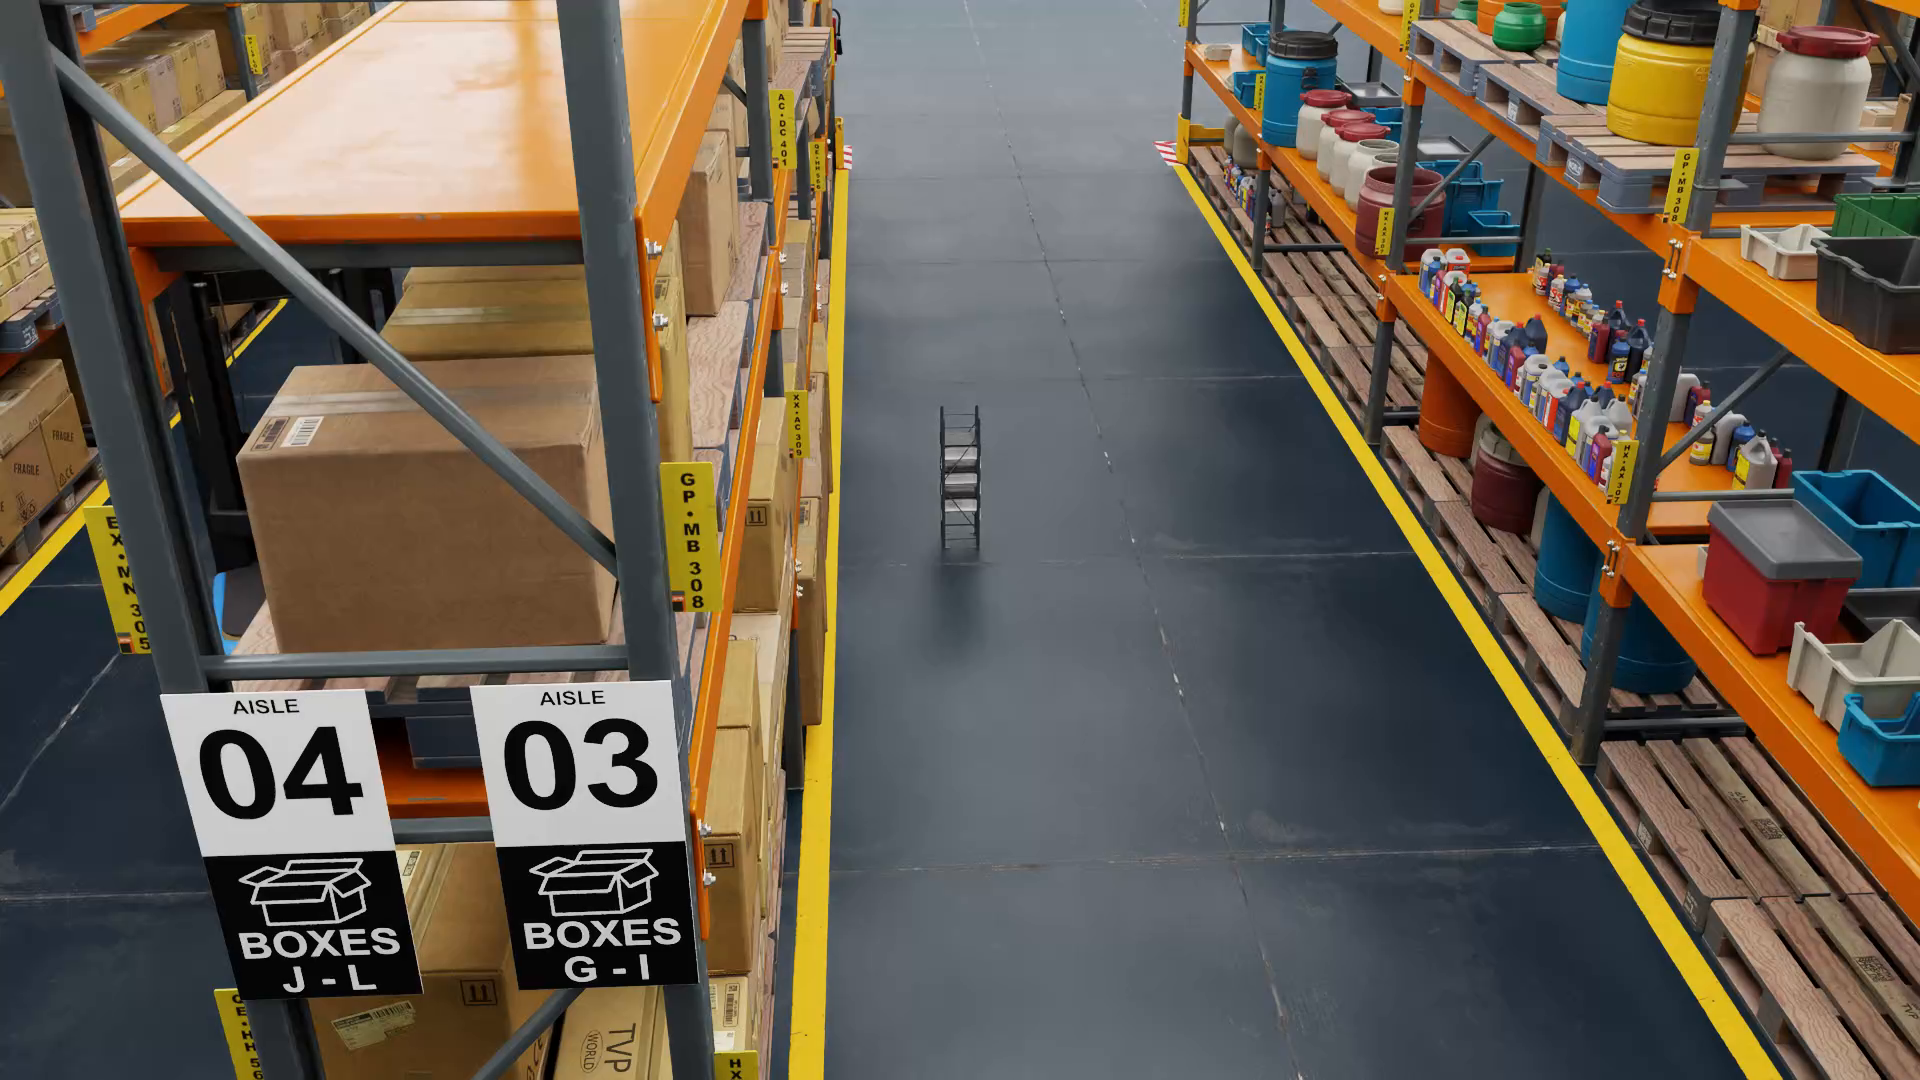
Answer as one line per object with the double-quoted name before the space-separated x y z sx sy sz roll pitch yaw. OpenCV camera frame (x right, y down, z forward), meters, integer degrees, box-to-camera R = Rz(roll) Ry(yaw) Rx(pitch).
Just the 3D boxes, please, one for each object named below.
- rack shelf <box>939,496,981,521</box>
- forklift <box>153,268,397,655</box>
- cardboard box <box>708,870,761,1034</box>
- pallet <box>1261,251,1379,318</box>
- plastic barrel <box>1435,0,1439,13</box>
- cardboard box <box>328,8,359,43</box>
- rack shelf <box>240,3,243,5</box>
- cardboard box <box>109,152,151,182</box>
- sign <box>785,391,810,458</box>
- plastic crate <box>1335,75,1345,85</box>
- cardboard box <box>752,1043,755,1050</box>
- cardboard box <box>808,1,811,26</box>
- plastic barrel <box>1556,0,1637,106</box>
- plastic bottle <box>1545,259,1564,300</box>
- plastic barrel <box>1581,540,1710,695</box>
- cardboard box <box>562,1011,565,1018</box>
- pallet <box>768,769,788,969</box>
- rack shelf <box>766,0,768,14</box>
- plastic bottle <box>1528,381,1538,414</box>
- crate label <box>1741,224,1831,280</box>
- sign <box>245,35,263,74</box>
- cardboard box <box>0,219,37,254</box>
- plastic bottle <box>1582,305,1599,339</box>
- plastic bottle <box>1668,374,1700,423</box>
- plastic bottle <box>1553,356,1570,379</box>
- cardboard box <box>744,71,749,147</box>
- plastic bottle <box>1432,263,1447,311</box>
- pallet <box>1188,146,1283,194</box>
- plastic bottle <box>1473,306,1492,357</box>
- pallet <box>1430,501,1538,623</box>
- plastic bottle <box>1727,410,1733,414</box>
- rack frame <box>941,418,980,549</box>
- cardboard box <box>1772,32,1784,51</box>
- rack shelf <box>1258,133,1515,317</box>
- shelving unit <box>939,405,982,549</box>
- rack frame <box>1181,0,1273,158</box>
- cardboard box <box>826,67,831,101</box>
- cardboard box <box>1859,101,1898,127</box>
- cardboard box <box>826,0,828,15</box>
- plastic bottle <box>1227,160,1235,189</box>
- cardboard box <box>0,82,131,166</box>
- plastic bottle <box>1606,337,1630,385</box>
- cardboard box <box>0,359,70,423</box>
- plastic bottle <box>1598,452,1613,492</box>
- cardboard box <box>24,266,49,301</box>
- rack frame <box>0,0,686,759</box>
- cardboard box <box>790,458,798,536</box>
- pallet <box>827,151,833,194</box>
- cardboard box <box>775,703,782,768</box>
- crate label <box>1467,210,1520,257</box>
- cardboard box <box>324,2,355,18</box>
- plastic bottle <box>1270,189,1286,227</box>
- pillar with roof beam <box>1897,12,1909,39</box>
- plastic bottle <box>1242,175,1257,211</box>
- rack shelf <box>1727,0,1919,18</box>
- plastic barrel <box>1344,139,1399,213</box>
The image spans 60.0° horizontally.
"rack shelf" 0.000 -0.206 10.633 0.258 0.077 0.200 -1 28 -3
"forklift" -3.408 -0.576 8.684 1.130 2.935 3.031 -9 29 -17
"cardboard box" -0.865 1.228 4.993 0.500 0.250 0.500 -2 28 -3
"pallet" 3.324 -2.302 14.936 1.003 0.211 1.213 -1 28 -3
"plastic barrel" 3.593 -4.260 11.966 0.600 0.830 0.708 -1 28 -3
"cardboard box" -6.754 -5.198 17.310 0.875 0.550 0.550 -1 28 -3
"rack shelf" -6.765 -5.642 15.859 1.077 0.370 4.000 -1 28 -3
"cardboard box" -6.261 -2.586 12.357 0.500 0.500 0.500 -1 28 -3
"sign" -0.730 -0.519 7.480 0.100 0.325 0.005 -1 28 -3
"plastic crate" 3.455 -4.440 16.249 0.450 0.188 0.662 -1 28 -3
"cardboard box" -0.779 1.582 4.745 0.380 0.149 0.250 -2 28 -3
"cardboard box" -1.290 -3.657 11.437 0.500 0.250 0.500 -1 28 -1
"plastic barrel" 3.420 -2.729 8.498 0.600 0.901 0.708 -1 28 -3
"plastic bottle" 3.912 -1.718 10.927 0.061 0.283 0.133 -1 28 -3
"plastic barrel" 3.650 0.287 8.772 0.600 0.901 0.708 -1 28 -3
"cardboard box" -1.392 1.244 4.962 0.500 0.250 0.500 -2 28 -4
"pallet" -1.323 1.503 7.640 1.003 0.211 1.213 -1 28 -3
"rack shelf" -1.389 -3.174 8.314 1.077 0.370 4.000 -1 28 -3
"plastic bottle" 3.232 -0.809 9.272 0.097 0.201 0.097 0 28 0
"crate label" 3.399 -1.186 6.822 0.293 0.136 0.466 -1 28 -3
"sign" -6.119 -4.203 14.399 0.100 0.325 0.005 -1 28 -3
"cardboard box" -5.958 -1.868 10.261 0.380 0.149 0.250 -2 28 -3
"plastic bottle" 3.930 -1.358 10.326 0.097 0.201 0.097 0 28 0
"plastic bottle" 3.970 -0.801 9.177 0.152 0.276 0.135 -1 28 -3
"plastic bottle" 3.377 -0.905 9.382 0.097 0.271 0.097 0 28 0
"cardboard box" -1.252 -2.072 7.877 0.500 0.311 0.500 -2 28 -4
"plastic bottle" 3.124 -1.641 10.778 0.061 0.283 0.133 -1 28 -3
"pallet" 3.123 -4.102 18.386 1.003 0.211 1.213 -1 28 -3
"plastic bottle" 3.167 -1.259 10.046 0.061 0.283 0.133 -1 28 -3
"pallet" 3.596 0.108 10.314 1.003 0.211 1.213 -1 28 -3
"plastic bottle" 4.020 -0.595 8.786 0.097 0.271 0.097 0 28 0
"rack frame" 0.006 -0.348 10.445 0.240 0.900 0.006 -1 28 -3
"cardboard box" 7.936 -4.706 15.719 0.380 0.149 0.250 -2 28 -4
"rack shelf" 3.348 -2.658 13.380 1.077 0.370 4.000 -1 28 -3
"shelving unit" 0.000 -0.395 10.535 0.258 0.900 0.210 -1 28 -3
"rack frame" 3.035 -5.748 18.526 1.000 3.000 0.127 -1 28 -3
"cardboard box" -1.655 -4.398 15.509 0.875 0.500 0.500 -1 28 -3
"cardboard box" 8.260 -3.725 14.811 0.500 0.250 0.500 0 28 1
"cardboard box" -1.580 -5.538 16.613 0.500 0.500 0.500 -1 28 -3
"plastic bottle" 2.812 -3.788 17.232 0.061 0.283 0.133 -1 28 -2
"cardboard box" -6.522 -3.026 12.119 0.700 0.500 0.500 -2 28 -3
"plastic bottle" 3.825 -1.047 9.653 0.097 0.271 0.097 0 28 0
"cardboard box" -6.154 -0.961 10.787 0.500 0.250 0.500 -2 28 -4
"plastic bottle" 3.285 -0.345 8.382 0.097 0.201 0.097 0 28 0
"cardboard box" -5.956 -1.604 10.399 0.380 0.149 0.250 -1 28 -3
"rack frame" -1.076 -0.899 2.743 1.000 3.000 0.127 -1 28 -3
"cardboard box" -1.059 -0.349 8.067 0.500 0.500 0.500 -1 28 -2
"pallet" -1.900 -3.980 18.154 1.003 0.211 1.213 -1 28 -3
"cardboard box" -0.874 0.752 6.337 0.380 0.149 0.250 -2 28 -3
"crate label" 3.805 -2.182 11.872 0.303 0.233 0.416 -1 28 -3
"cardboard box" -6.768 -5.676 17.059 0.875 0.550 0.550 -1 28 -3
"plastic bottle" 3.066 -3.215 16.059 0.144 0.351 0.185 -1 28 -3
"pillar with roof beam" 9.217 -11.011 22.131 9.100 9.000 0.400 -1 28 -3
"plastic bottle" 2.896 -3.449 16.508 0.144 0.351 0.185 -2 28 -3
"rack shelf" 3.766 -1.446 5.002 1.077 0.370 4.000 -1 28 -3
"plastic barrel" 3.164 -2.767 12.691 0.421 0.512 0.421 0 28 0
